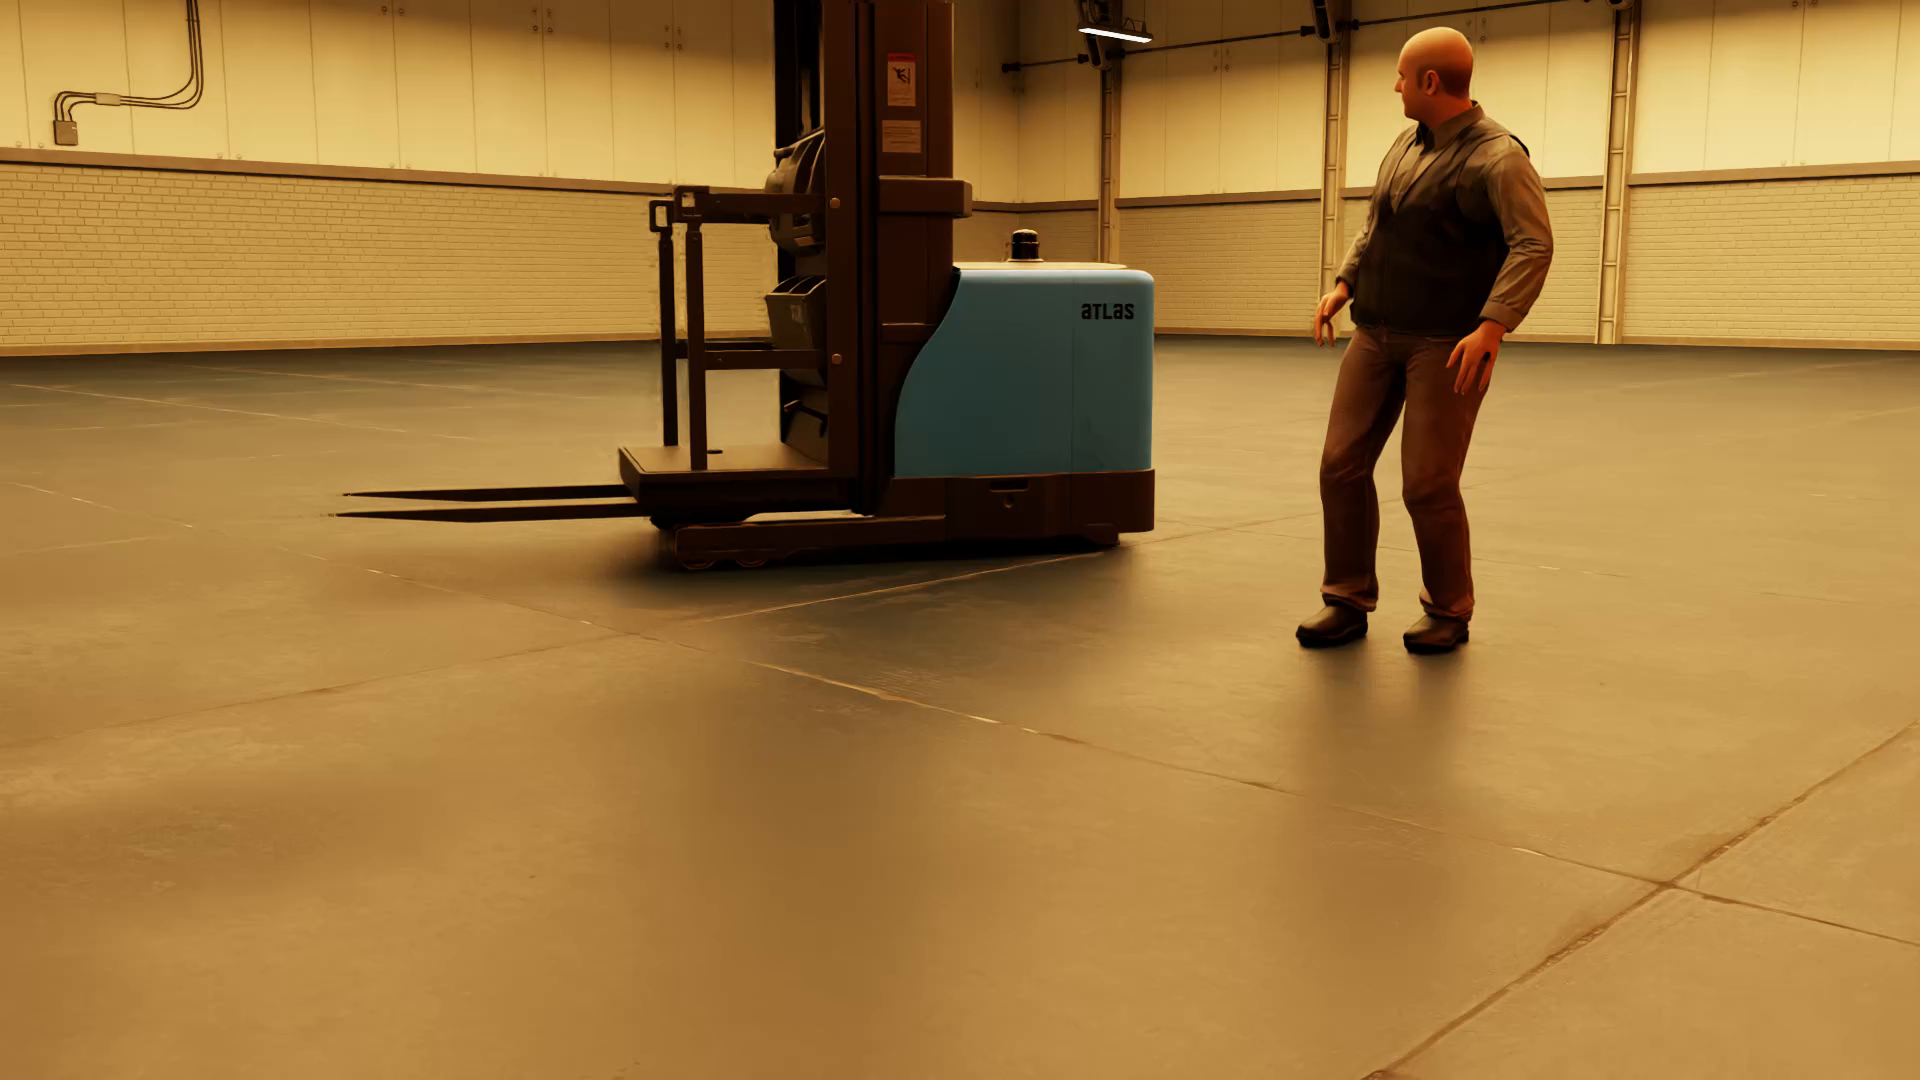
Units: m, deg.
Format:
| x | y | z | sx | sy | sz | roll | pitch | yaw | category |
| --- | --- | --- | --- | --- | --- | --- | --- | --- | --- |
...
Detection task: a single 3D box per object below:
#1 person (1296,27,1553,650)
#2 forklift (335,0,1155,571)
| x | y | z | sx | sy | sz | roll | pitch | yaw | category |
| --- | --- | --- | --- | --- | --- | --- | --- | --- | --- |
| 1.269 | -0.538 | 4.605 | 0.511 | 1.700 | 0.724 | -6 | 10 | -35 | person |
| -0.814 | -1.426 | 6.346 | 3.031 | 2.935 | 1.130 | -2 | 9 | -15 | forklift |
